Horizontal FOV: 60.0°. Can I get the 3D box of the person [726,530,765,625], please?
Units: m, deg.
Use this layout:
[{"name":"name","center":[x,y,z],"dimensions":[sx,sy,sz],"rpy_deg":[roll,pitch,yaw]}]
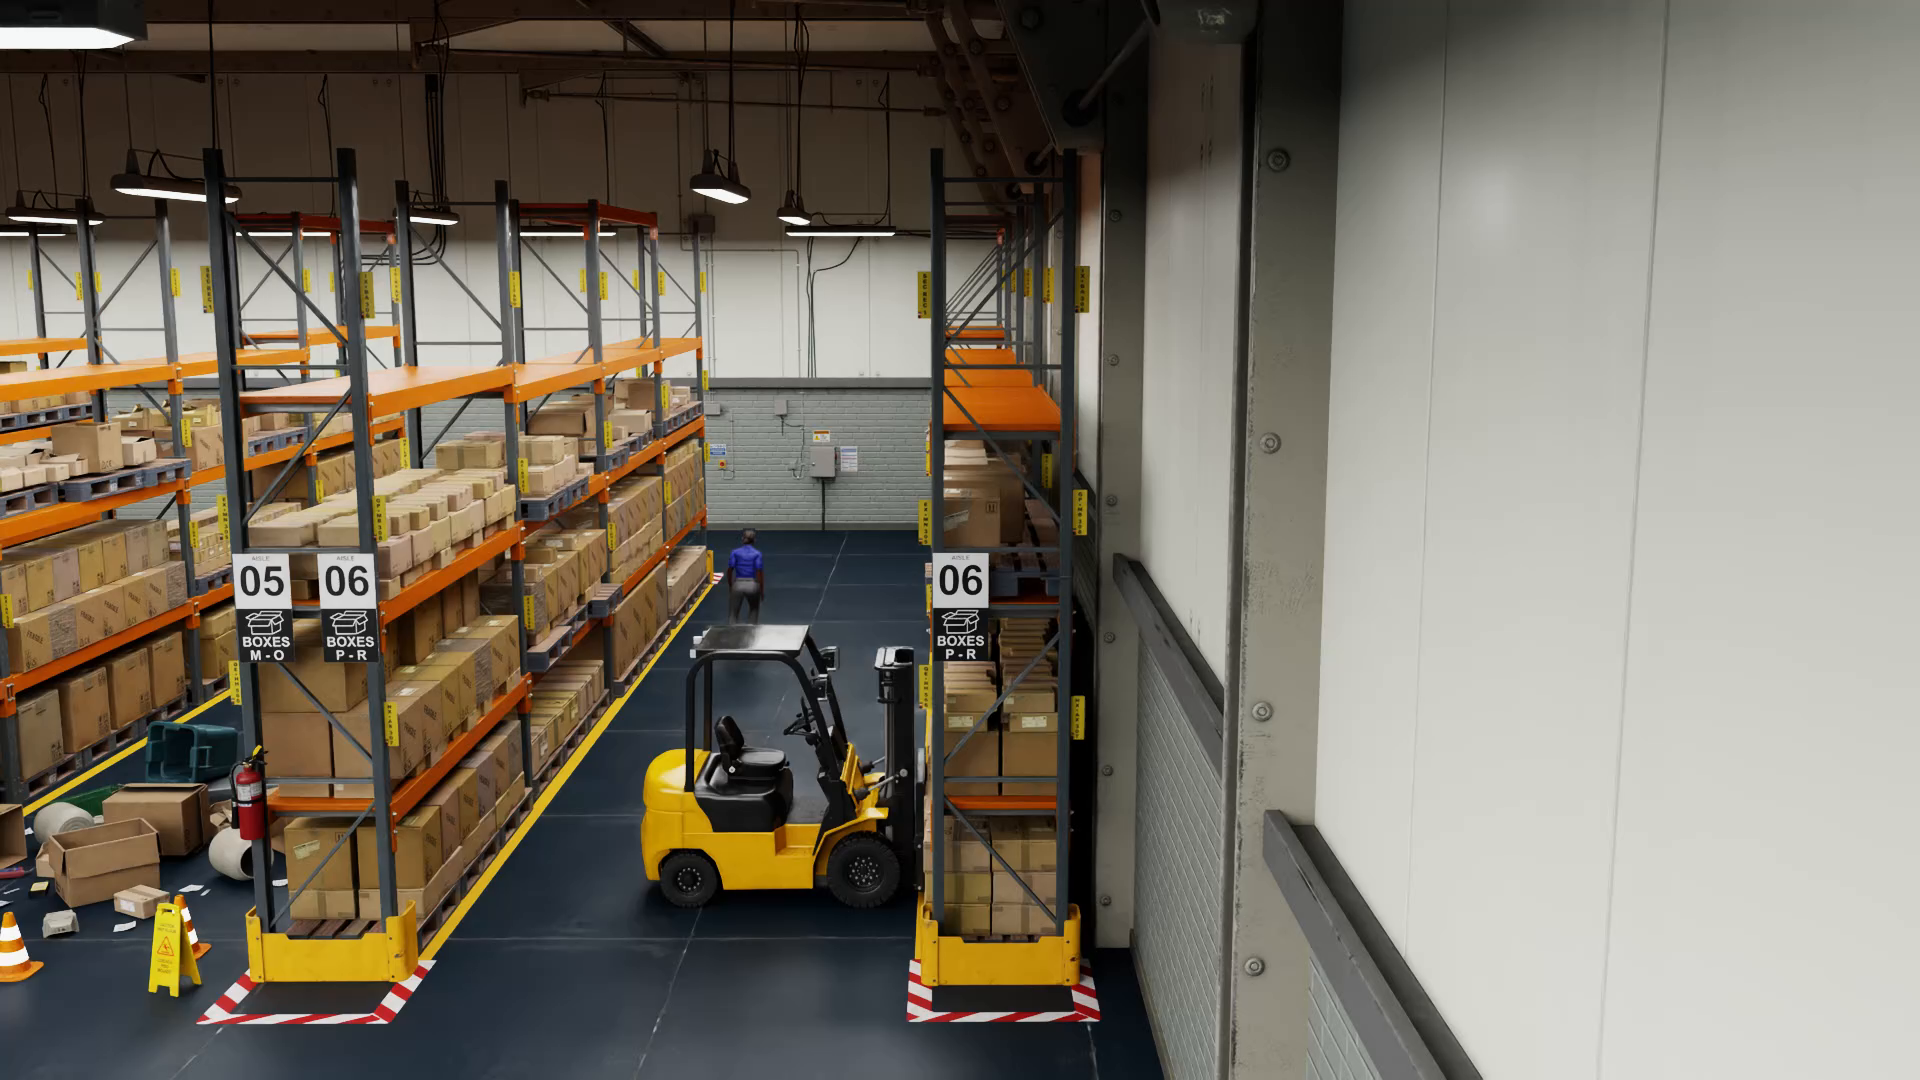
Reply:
[{"name":"person","center":[-2.870,0.677,22.045],"dimensions":[0.533,1.595,0.707],"rpy_deg":[0,9,0]}]
